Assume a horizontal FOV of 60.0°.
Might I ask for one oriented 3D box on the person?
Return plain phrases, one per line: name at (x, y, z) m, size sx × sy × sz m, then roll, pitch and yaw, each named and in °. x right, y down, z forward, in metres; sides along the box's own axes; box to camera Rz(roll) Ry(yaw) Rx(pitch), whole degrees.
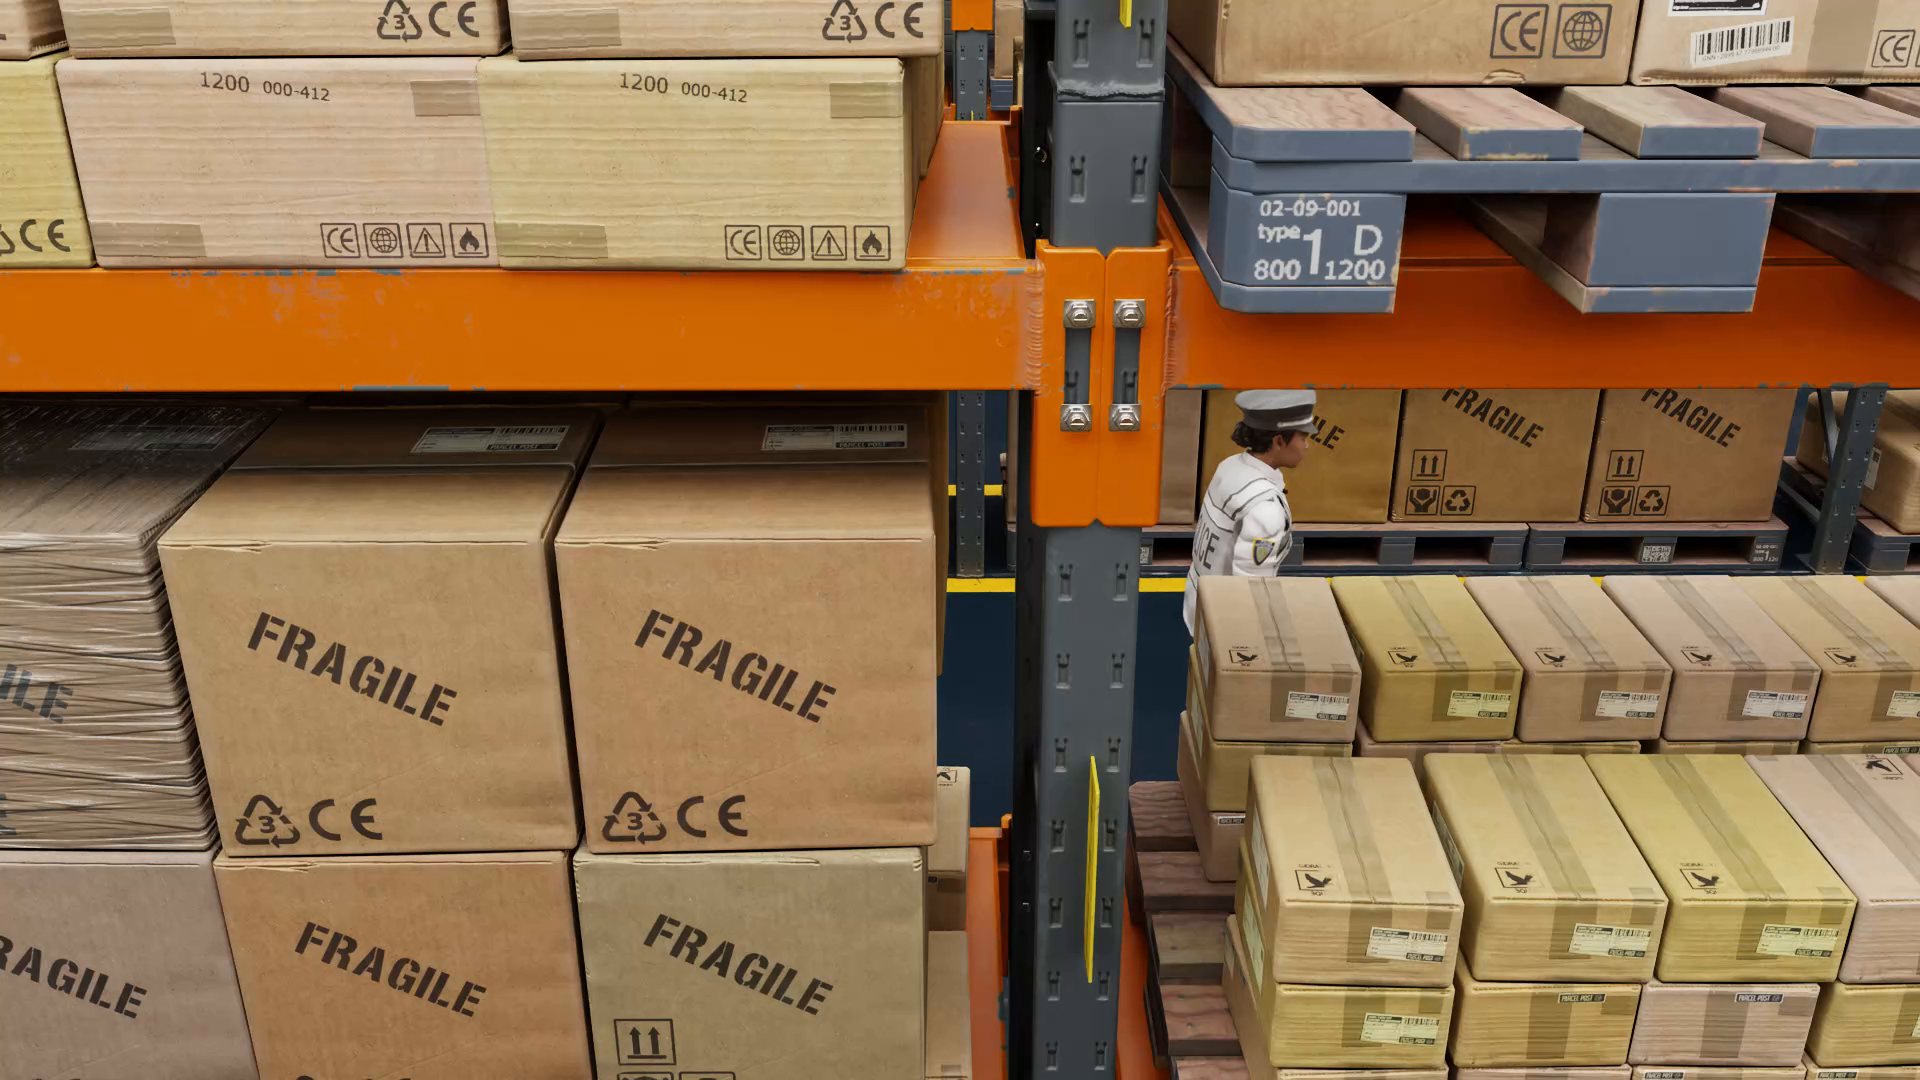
person at (0.923, 0.302, 5.429) m, size 0.378 × 1.663 × 0.531 m, roll 0°, pitch 24°, yaw -1°
